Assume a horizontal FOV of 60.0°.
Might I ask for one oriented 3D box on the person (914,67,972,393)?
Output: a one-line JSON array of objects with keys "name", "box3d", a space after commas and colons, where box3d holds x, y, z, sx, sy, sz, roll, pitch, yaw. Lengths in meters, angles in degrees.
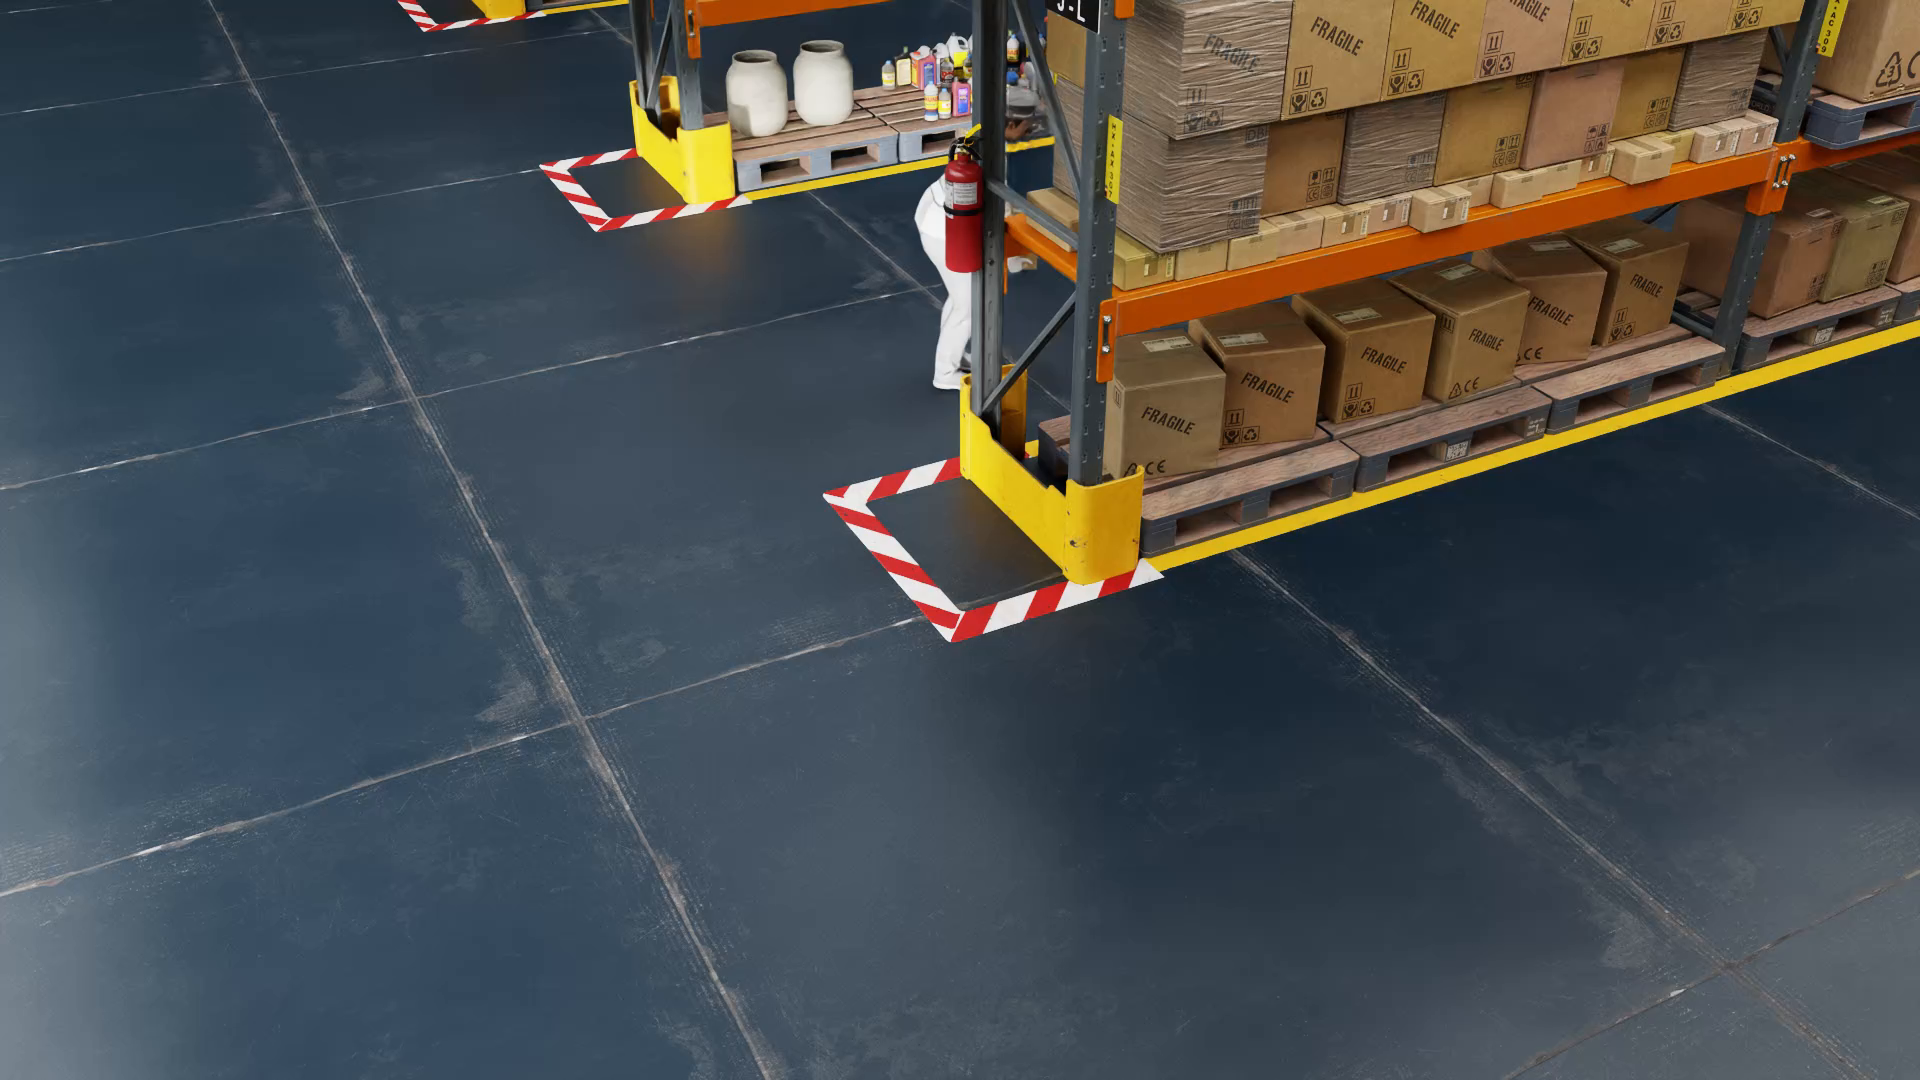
[{"name": "person", "box3d": [-0.024, -1.596, 8.573, 0.415, 1.661, 0.538, -5, 34, -8]}]
